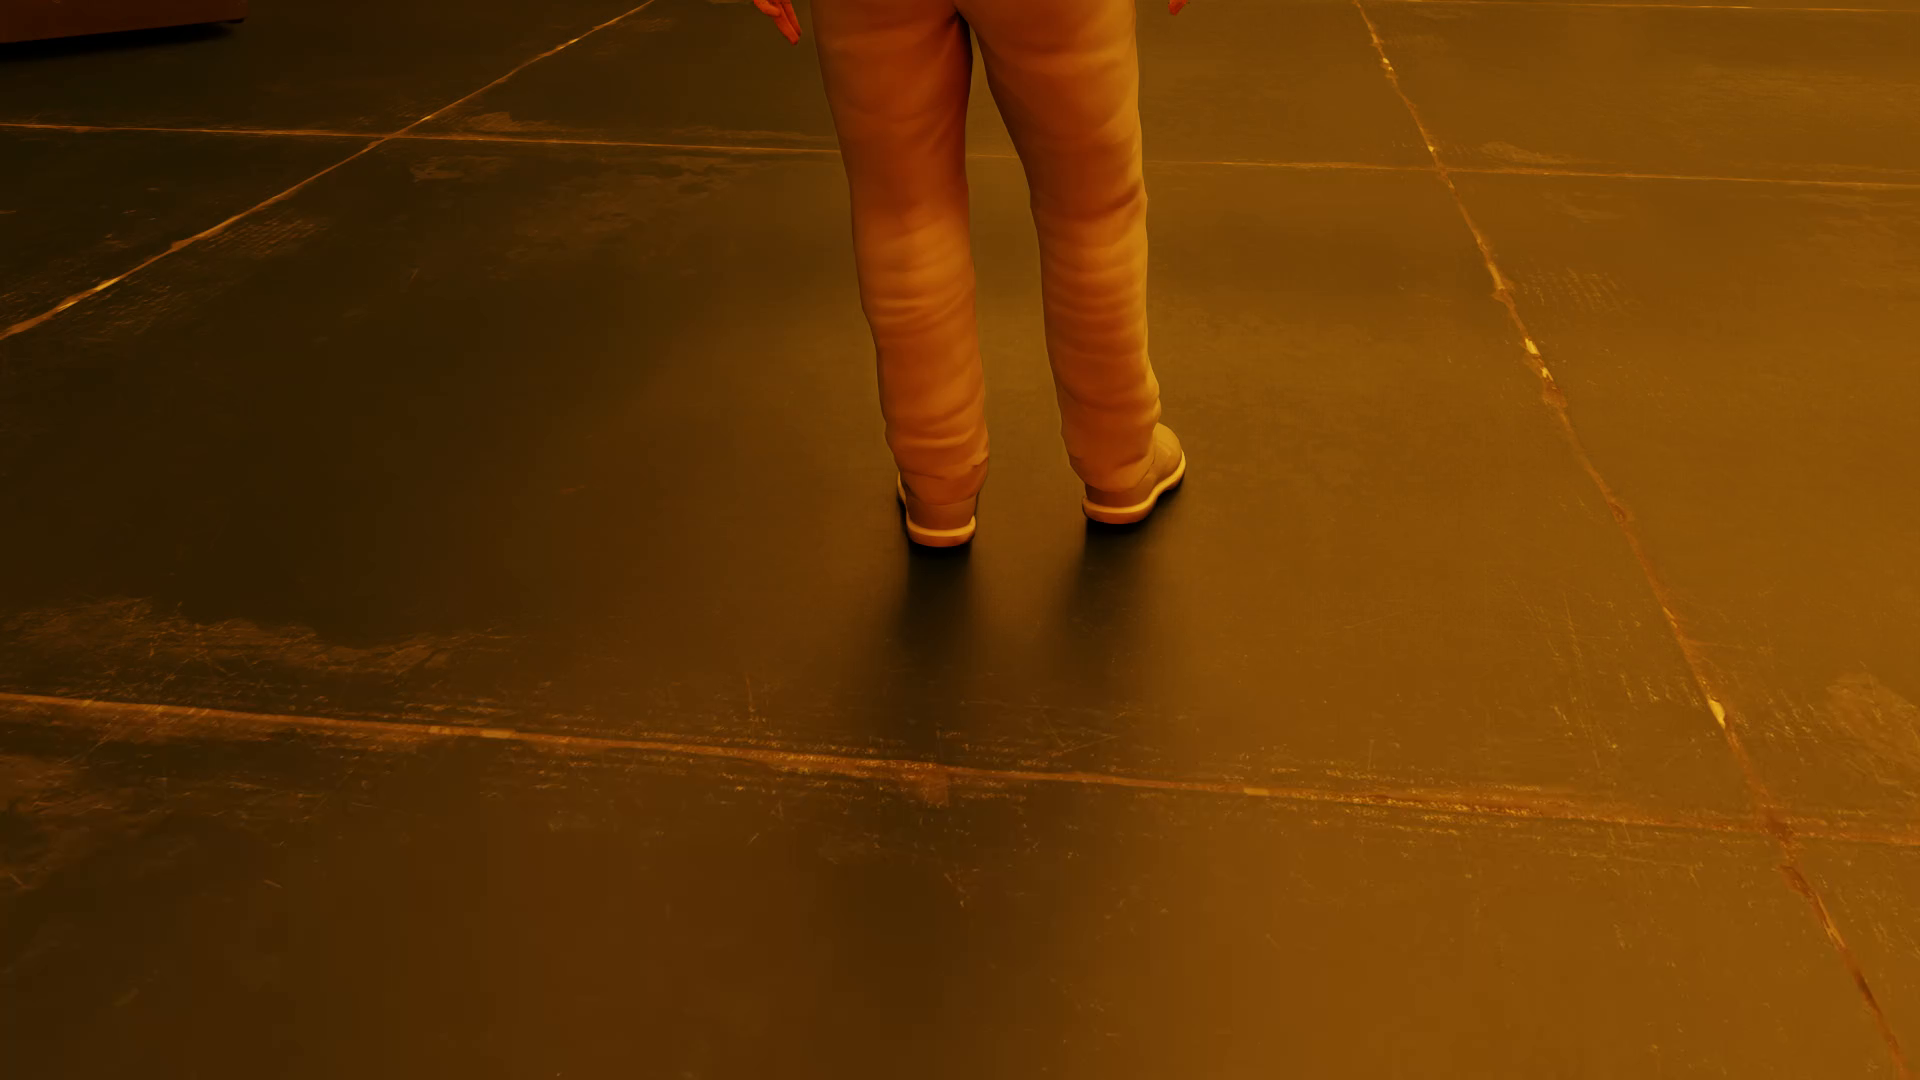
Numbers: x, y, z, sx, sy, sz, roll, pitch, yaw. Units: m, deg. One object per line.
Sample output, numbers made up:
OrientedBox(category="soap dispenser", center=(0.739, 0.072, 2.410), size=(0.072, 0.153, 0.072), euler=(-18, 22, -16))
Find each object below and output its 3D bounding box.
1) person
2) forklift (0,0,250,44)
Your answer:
OrientedBox(category="person", center=(0.022, -0.837, 2.166), size=(0.640, 1.781, 0.575), euler=(3, 27, 7))
OrientedBox(category="forklift", center=(-4.021, -3.610, 6.454), size=(1.130, 2.935, 3.031), euler=(-20, 33, -34))
